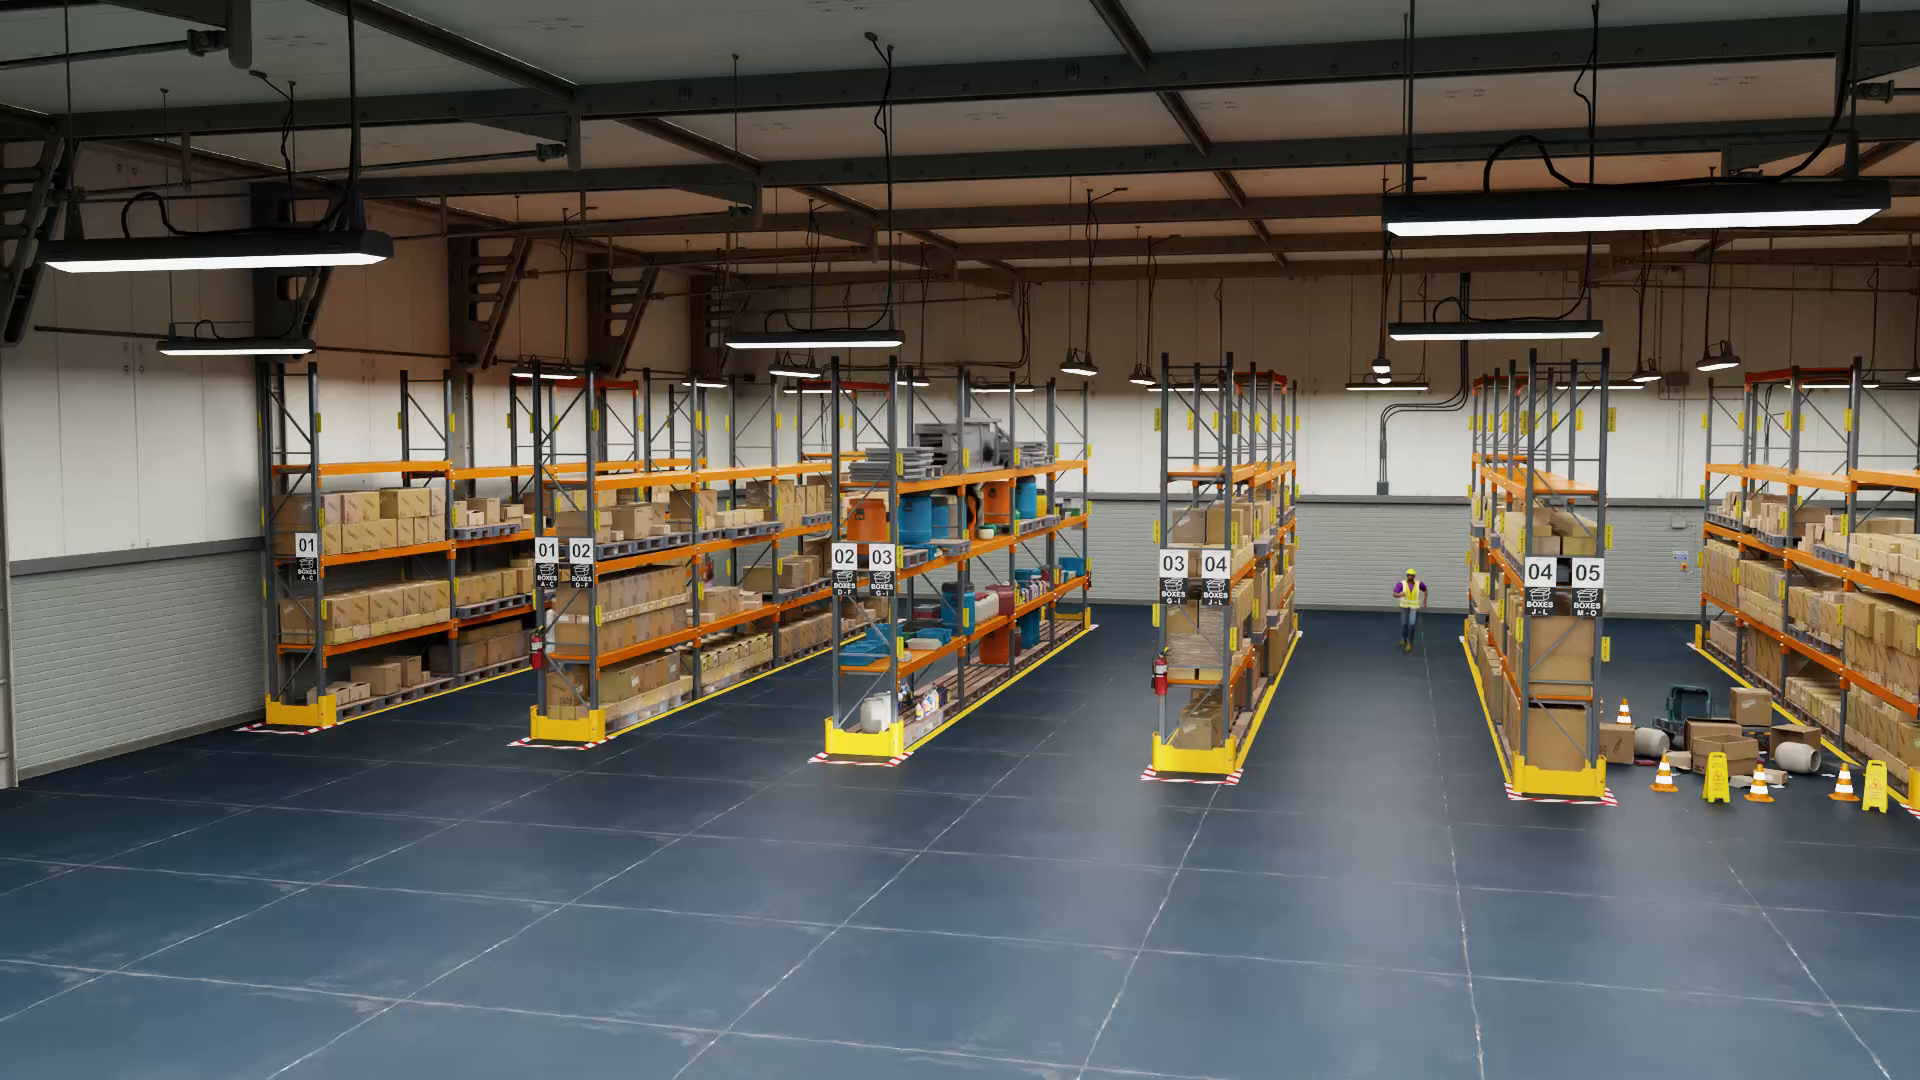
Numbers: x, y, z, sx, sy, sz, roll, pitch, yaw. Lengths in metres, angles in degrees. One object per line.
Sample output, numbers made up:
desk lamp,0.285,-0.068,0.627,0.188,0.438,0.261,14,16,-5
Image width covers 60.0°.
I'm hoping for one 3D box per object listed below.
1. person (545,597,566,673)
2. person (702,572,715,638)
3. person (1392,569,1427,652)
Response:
person,-7.558,1.925,31.126,0.647,1.751,0.735,0,4,6
person,-5.868,1.512,38.473,0.510,1.556,0.519,0,4,7
person,9.923,1.528,36.716,0.717,1.812,0.848,1,4,20
